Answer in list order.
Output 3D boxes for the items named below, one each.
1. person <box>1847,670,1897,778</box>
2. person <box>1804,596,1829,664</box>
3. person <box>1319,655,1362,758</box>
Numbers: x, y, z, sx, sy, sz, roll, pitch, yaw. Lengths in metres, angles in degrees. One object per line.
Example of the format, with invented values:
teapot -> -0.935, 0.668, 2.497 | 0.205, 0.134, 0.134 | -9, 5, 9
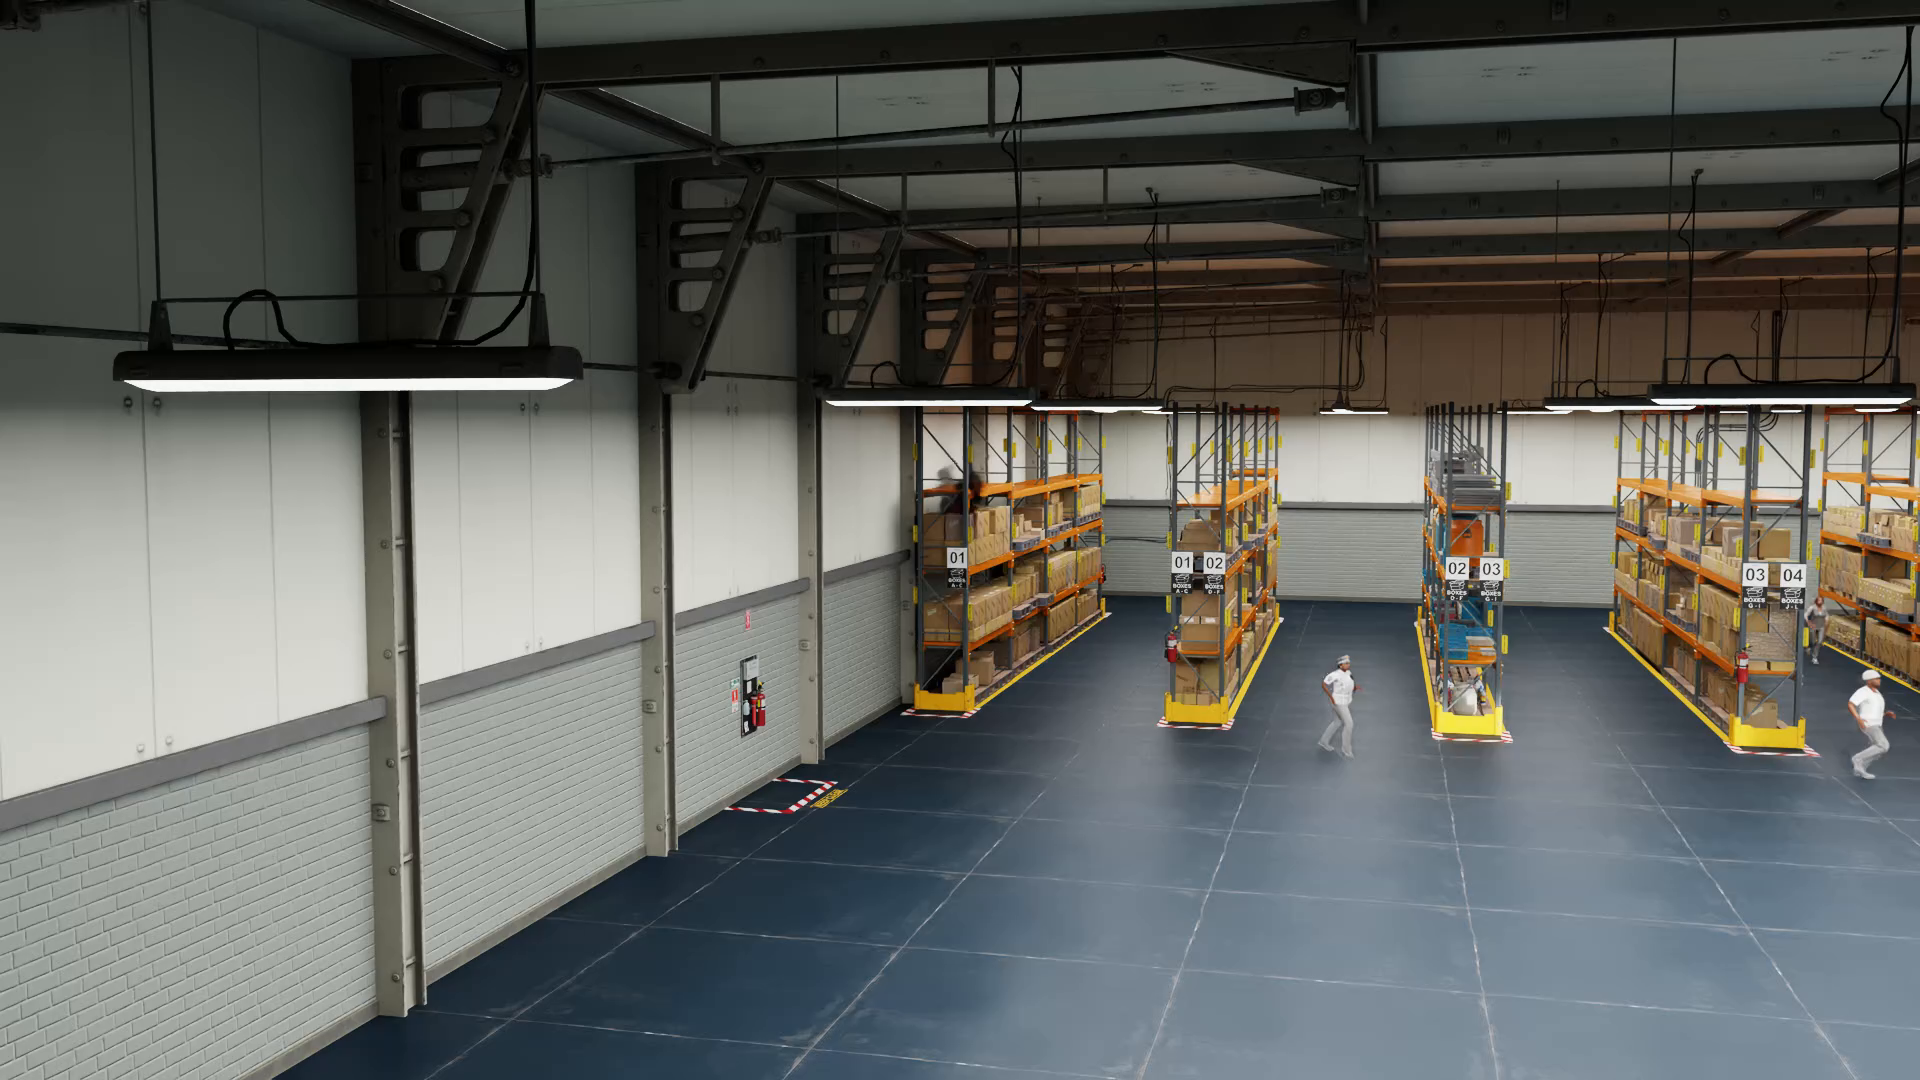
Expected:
person -> 14.433, 2.916, 26.263 | 0.698, 1.725, 0.592 | -4, 6, -43
person -> 20.017, 2.084, 38.882 | 0.565, 1.577, 0.696 | 1, 4, 8
person -> 6.457, 2.814, 28.195 | 0.750, 1.758, 0.548 | 3, 5, 40
